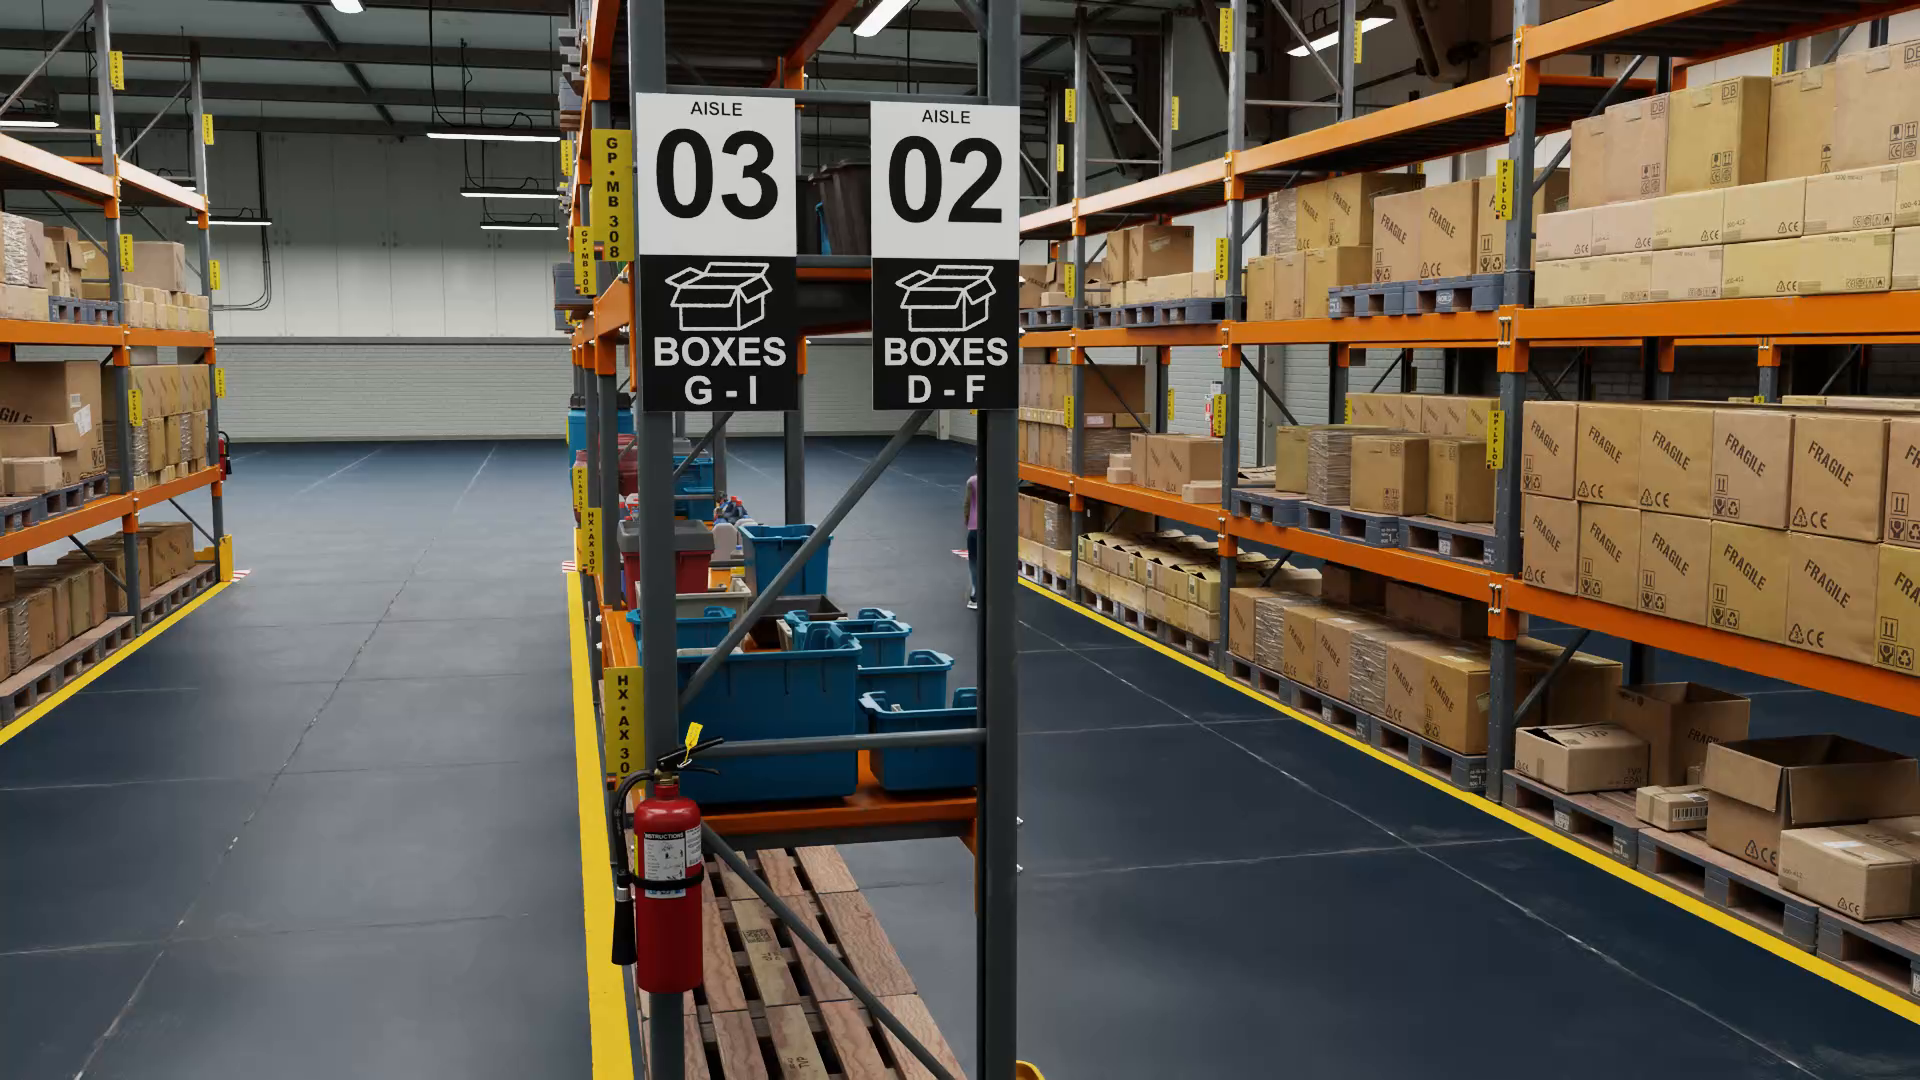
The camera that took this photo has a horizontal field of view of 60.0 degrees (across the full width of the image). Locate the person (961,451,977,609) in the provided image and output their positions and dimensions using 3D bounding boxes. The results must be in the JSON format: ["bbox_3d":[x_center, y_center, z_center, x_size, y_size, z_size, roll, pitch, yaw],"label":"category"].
[{"bbox_3d":[0.236,-0.096,16.746,0.481,1.592,0.347,-2,7,-14],"label":"person"}]
